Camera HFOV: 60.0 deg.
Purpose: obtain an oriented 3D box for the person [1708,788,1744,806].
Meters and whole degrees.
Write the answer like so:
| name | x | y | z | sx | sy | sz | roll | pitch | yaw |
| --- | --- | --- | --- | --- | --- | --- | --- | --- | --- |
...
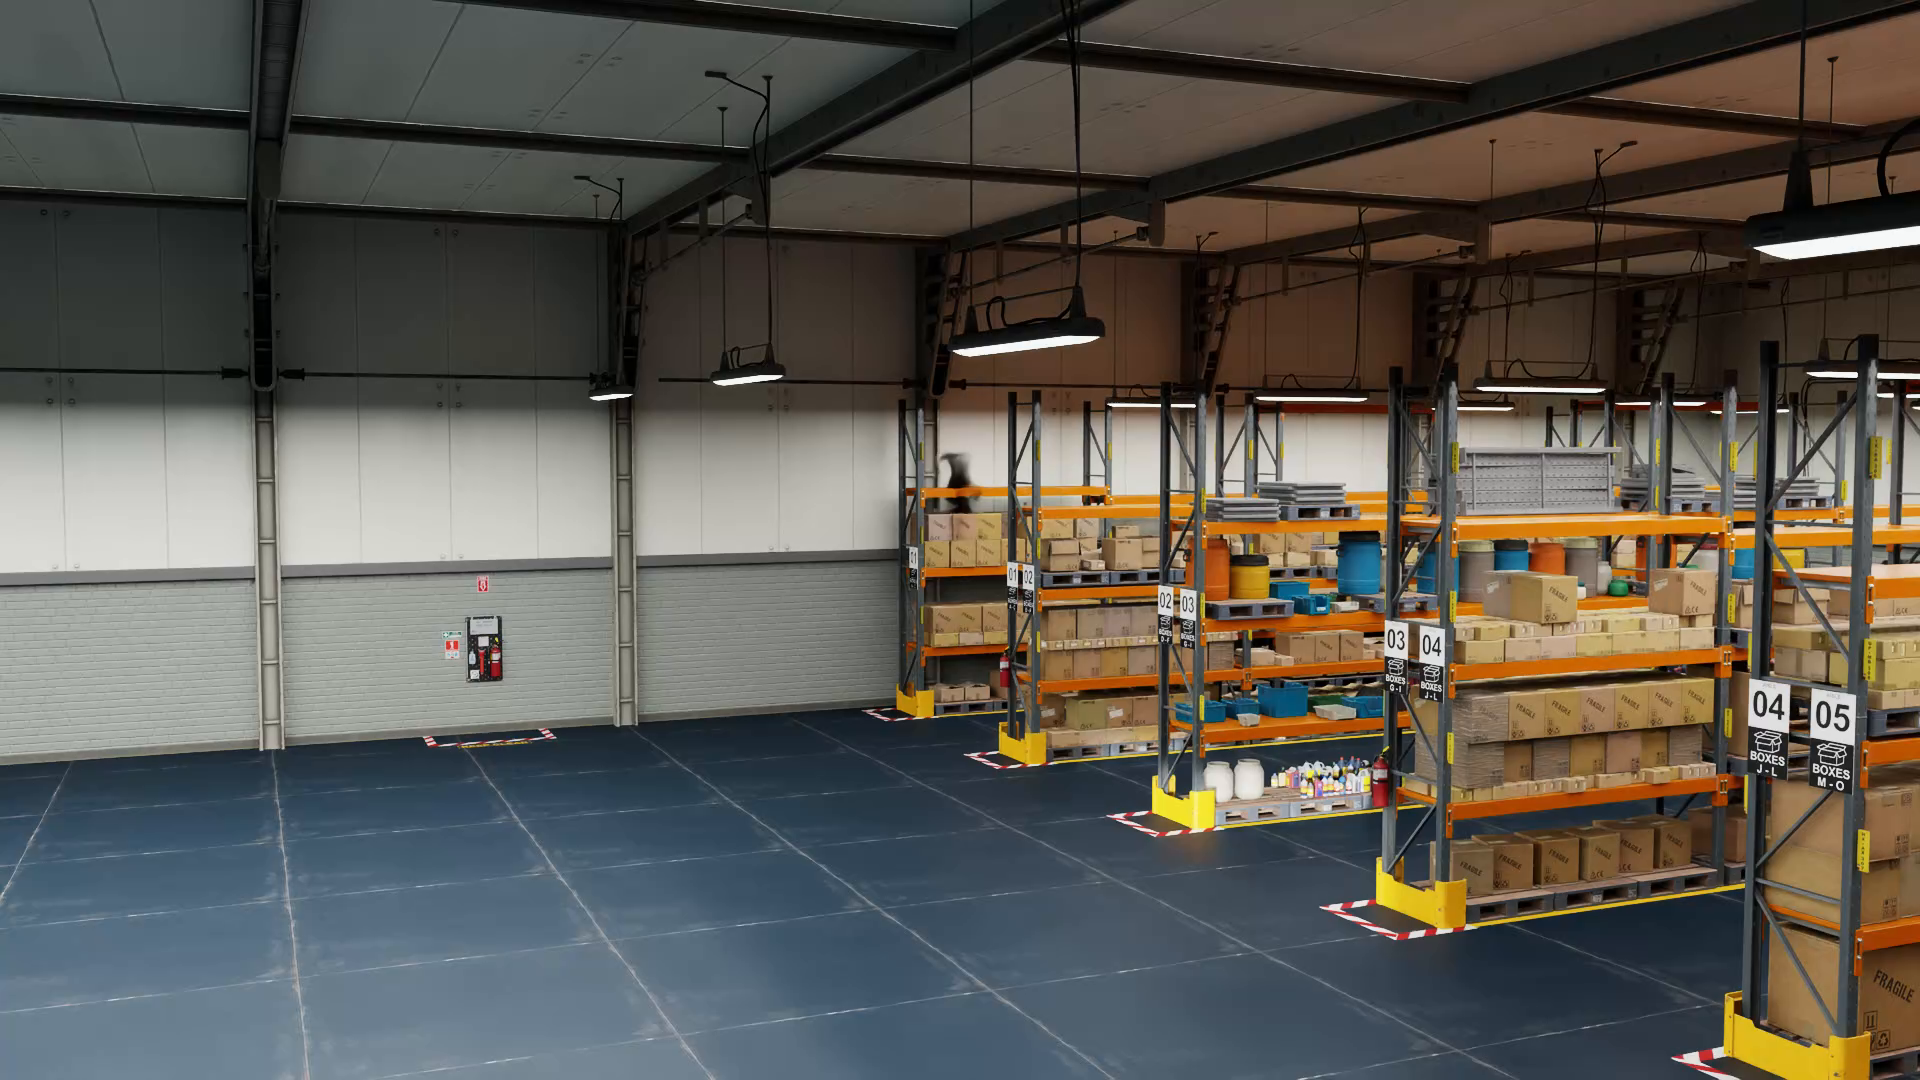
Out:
| name | x | y | z | sx | sy | sz | roll | pitch | yaw |
| --- | --- | --- | --- | --- | --- | --- | --- | --- | --- |
| person | 10.807 | 2.934 | 23.497 | 0.726 | 1.747 | 0.616 | -2 | 4 | -34 |
